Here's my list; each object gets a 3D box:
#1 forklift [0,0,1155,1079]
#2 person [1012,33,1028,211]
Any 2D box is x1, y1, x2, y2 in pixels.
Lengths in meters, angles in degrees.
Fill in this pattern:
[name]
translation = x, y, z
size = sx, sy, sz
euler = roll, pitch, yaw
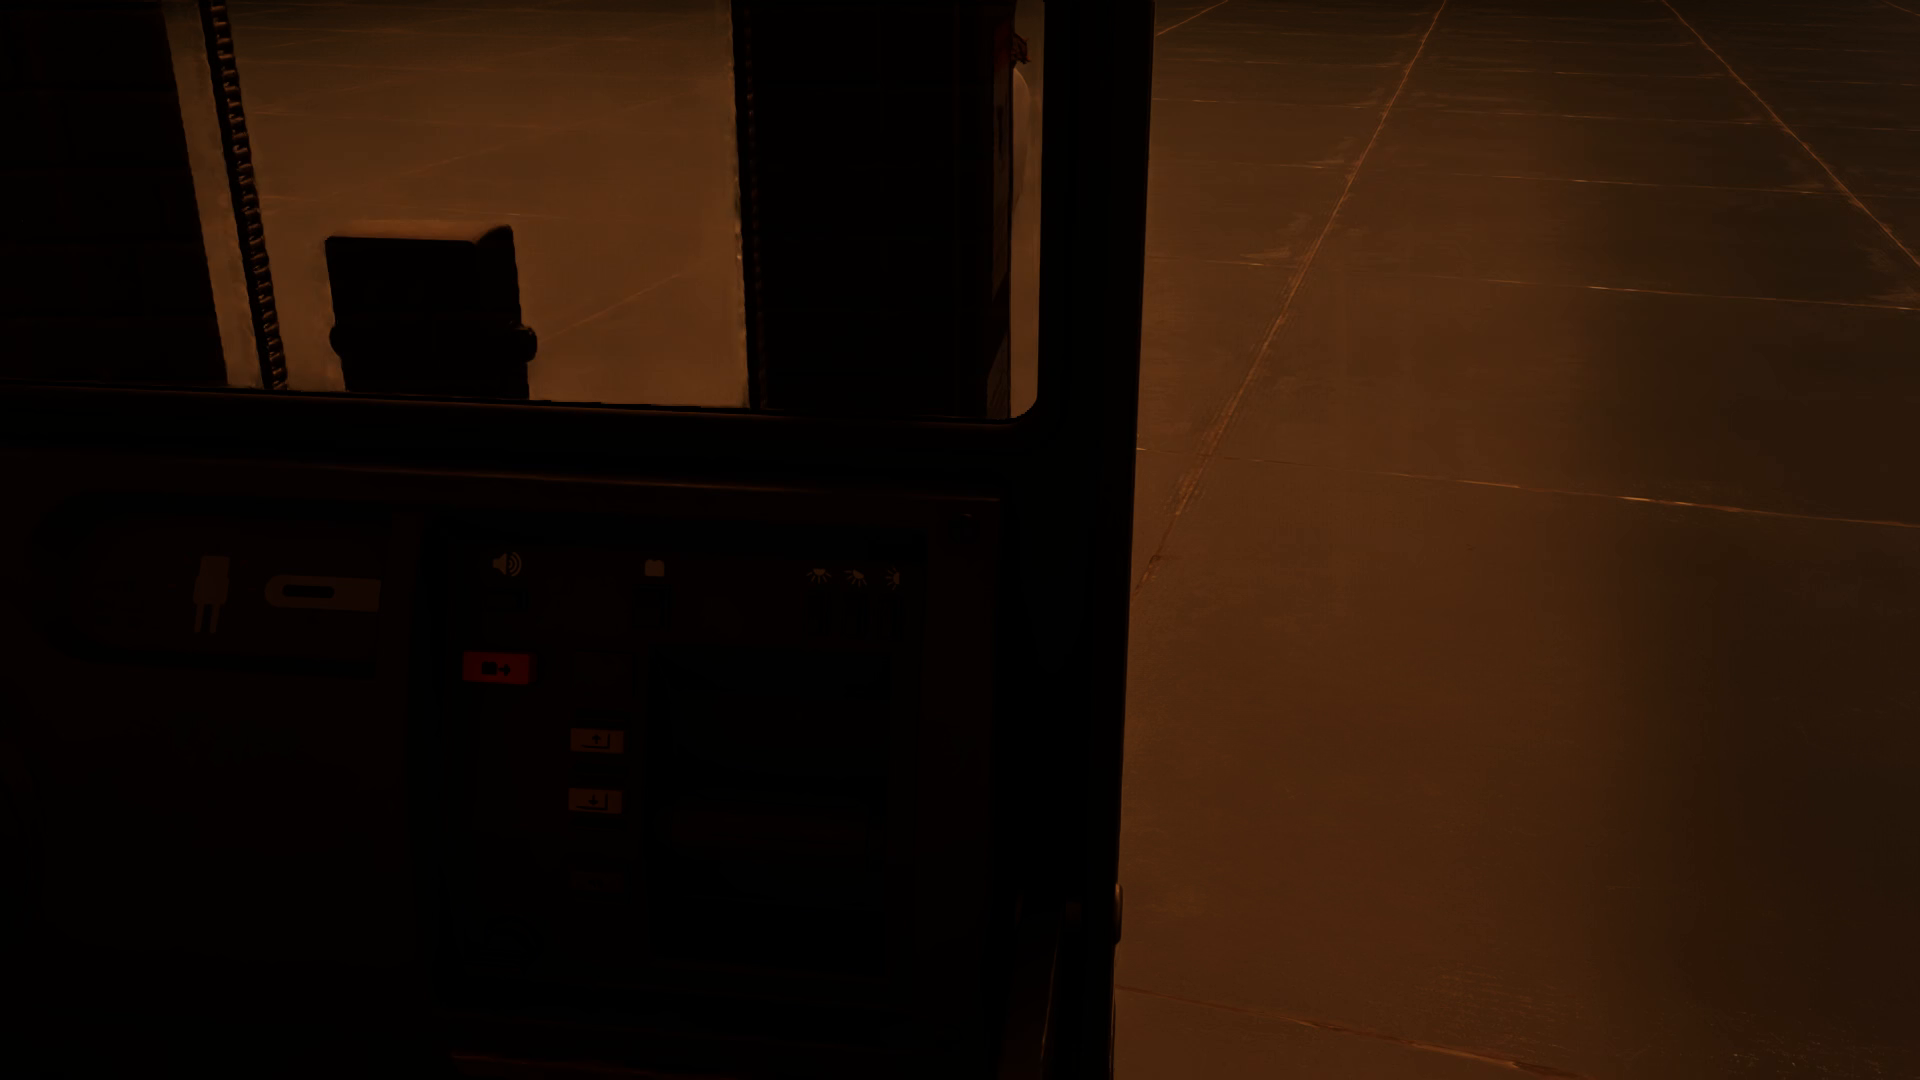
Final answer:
[forklift]
translation = -0.463, 0.159, 0.895
size = 1.130, 2.935, 3.031
euler = 3, 23, 7
[person]
translation = -0.066, -0.794, 4.830
size = 0.549, 1.675, 0.550
euler = 7, 23, 16
